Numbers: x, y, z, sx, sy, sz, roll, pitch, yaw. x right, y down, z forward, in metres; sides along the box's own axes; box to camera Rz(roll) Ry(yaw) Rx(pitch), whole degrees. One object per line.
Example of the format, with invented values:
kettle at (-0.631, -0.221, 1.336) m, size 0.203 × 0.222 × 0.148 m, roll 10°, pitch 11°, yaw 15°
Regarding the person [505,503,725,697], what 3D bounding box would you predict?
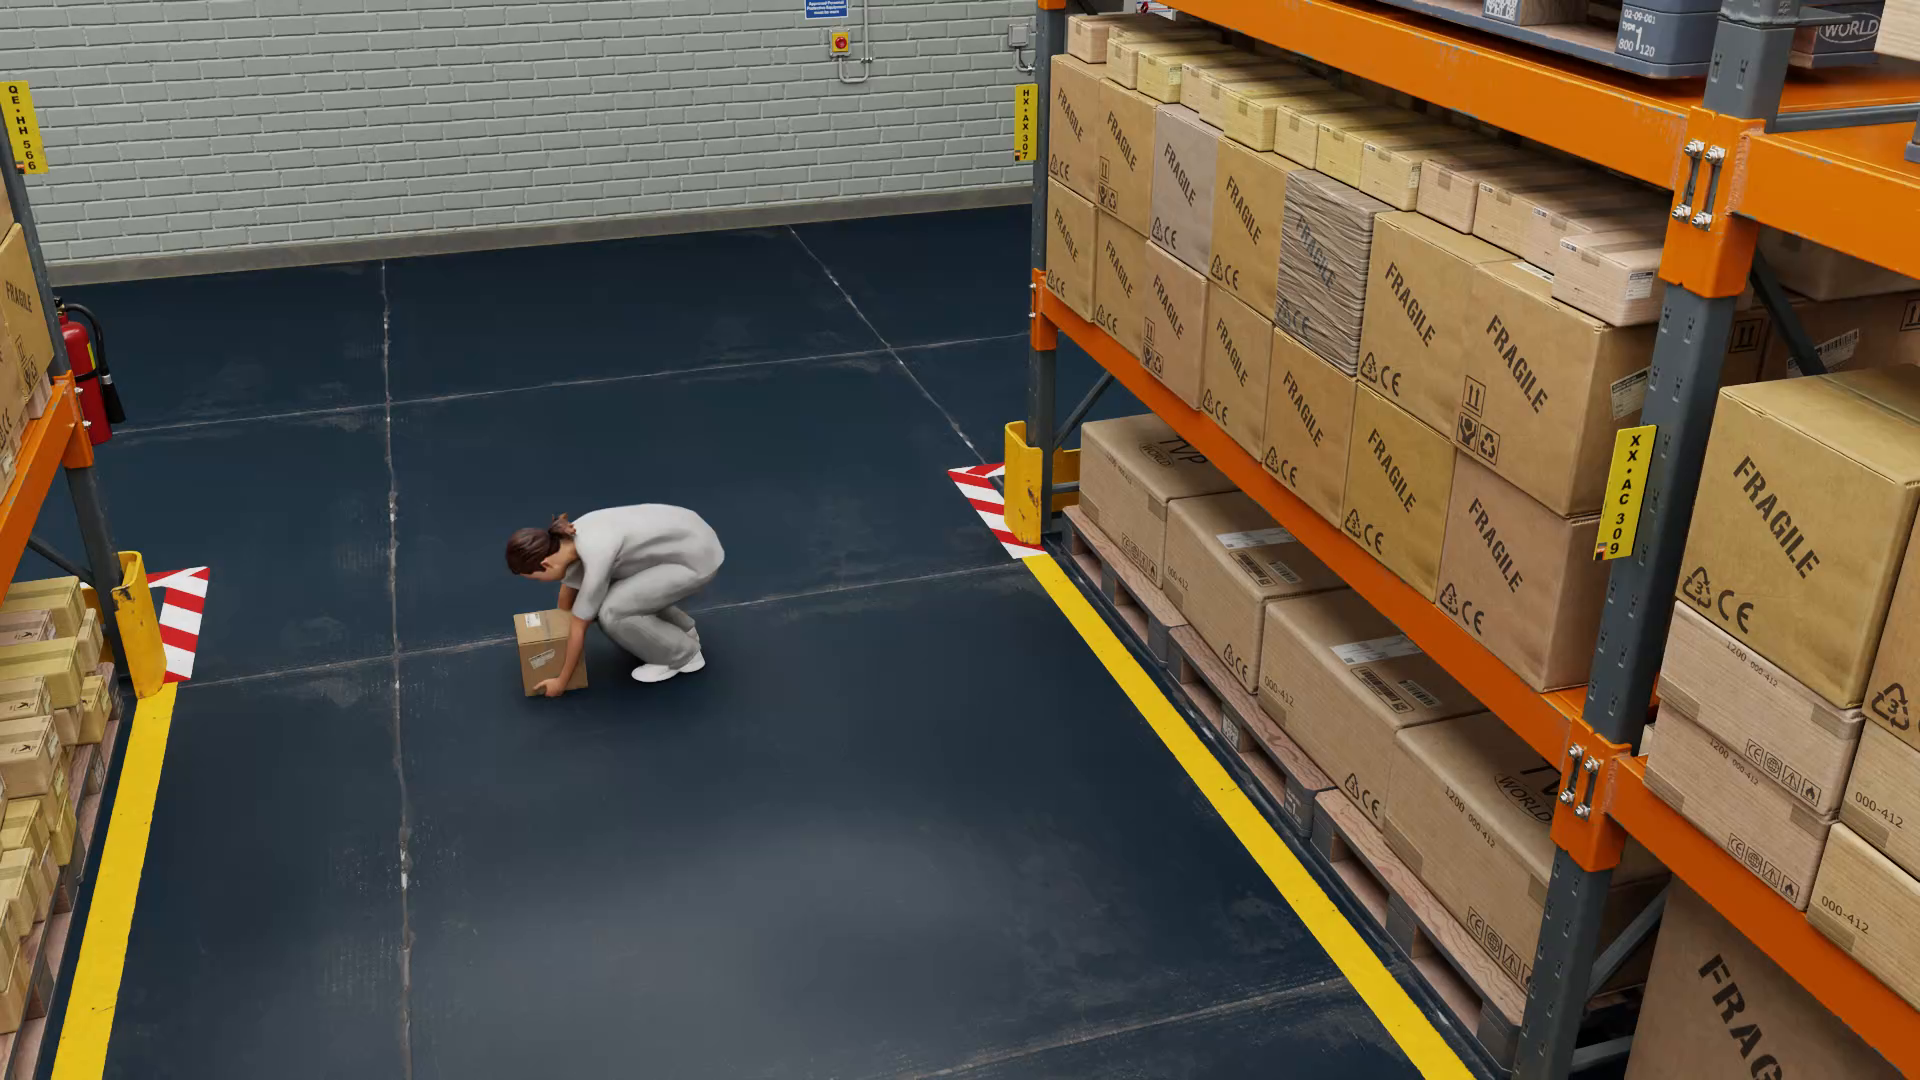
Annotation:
person at (-1.384, 0.207, 6.775) m, size 0.861 × 0.749 × 0.456 m, roll -9°, pitch 28°, yaw -17°
